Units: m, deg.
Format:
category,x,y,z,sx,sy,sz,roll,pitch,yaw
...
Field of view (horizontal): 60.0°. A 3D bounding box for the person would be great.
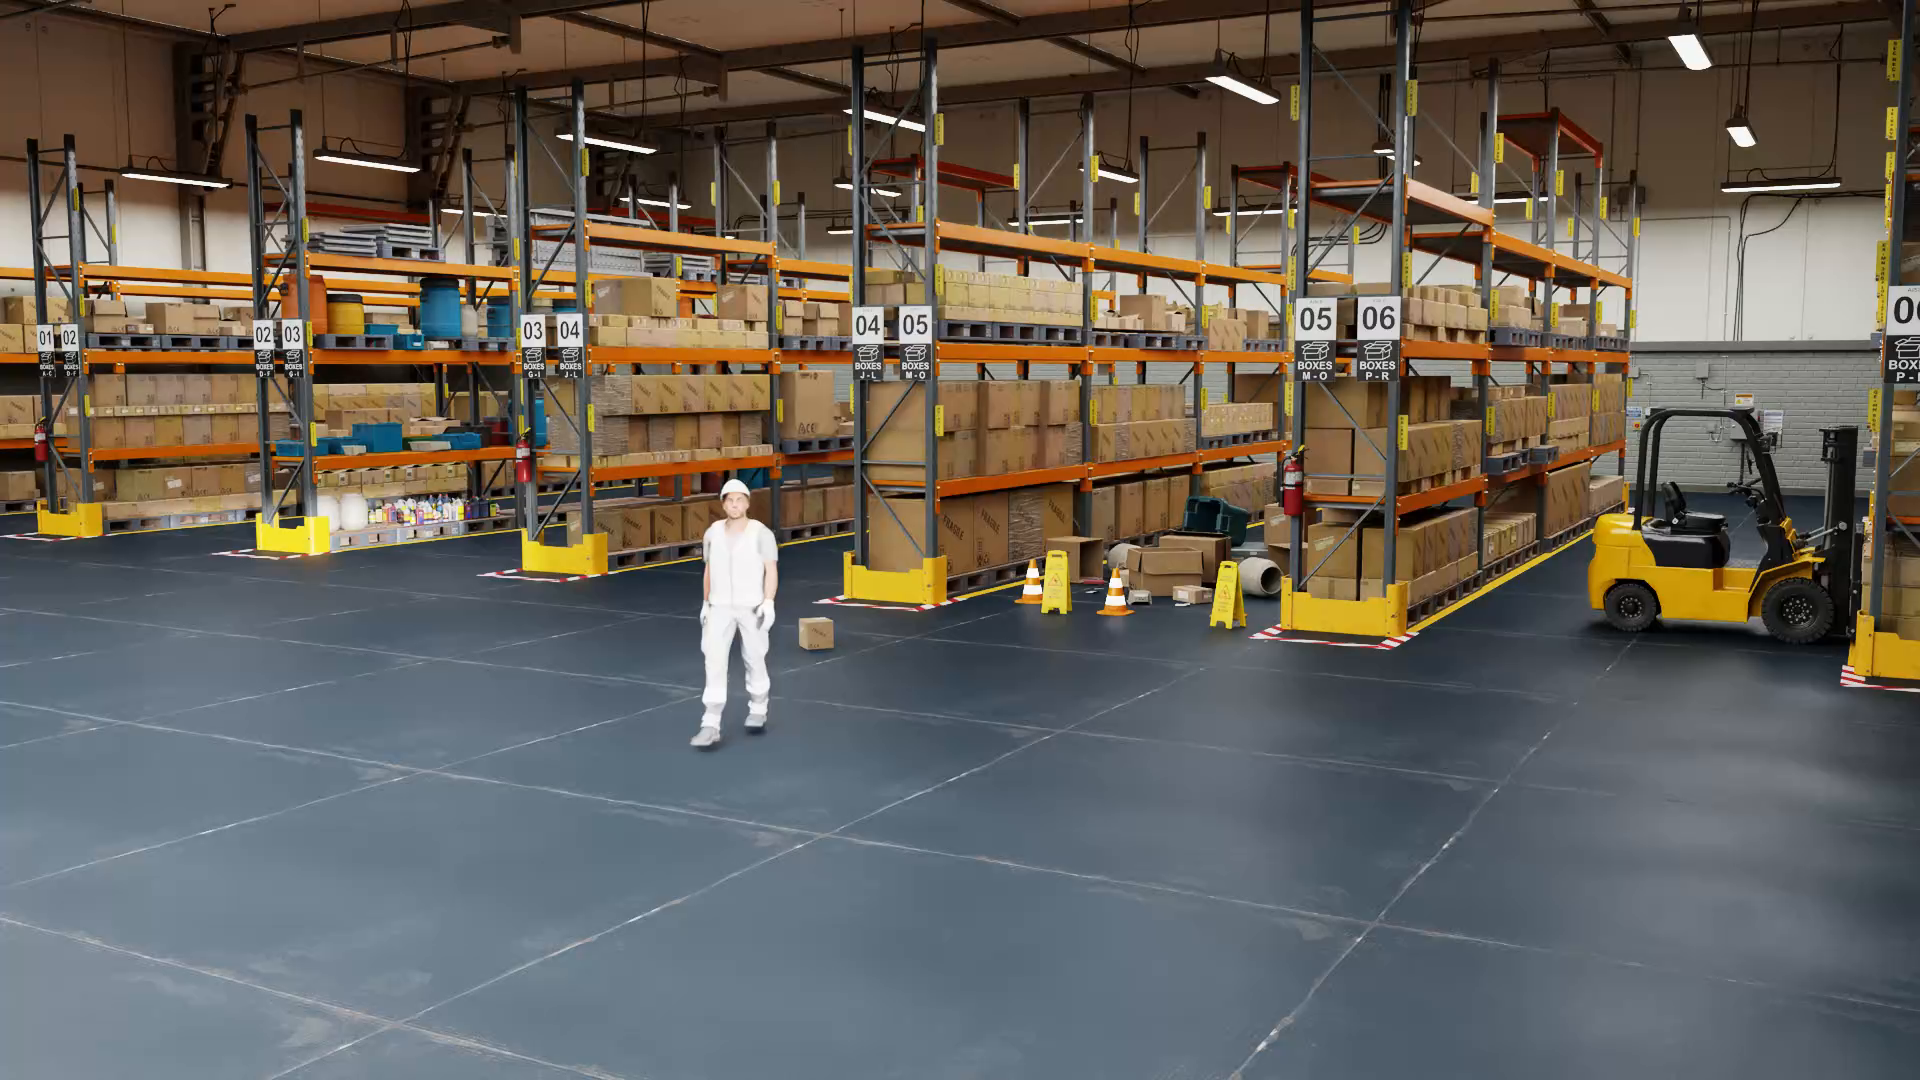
category,x,y,z,sx,sy,sz,roll,pitch,yaw
person,-1.533,0.465,11.260,0.591,1.736,0.960,1,6,5
